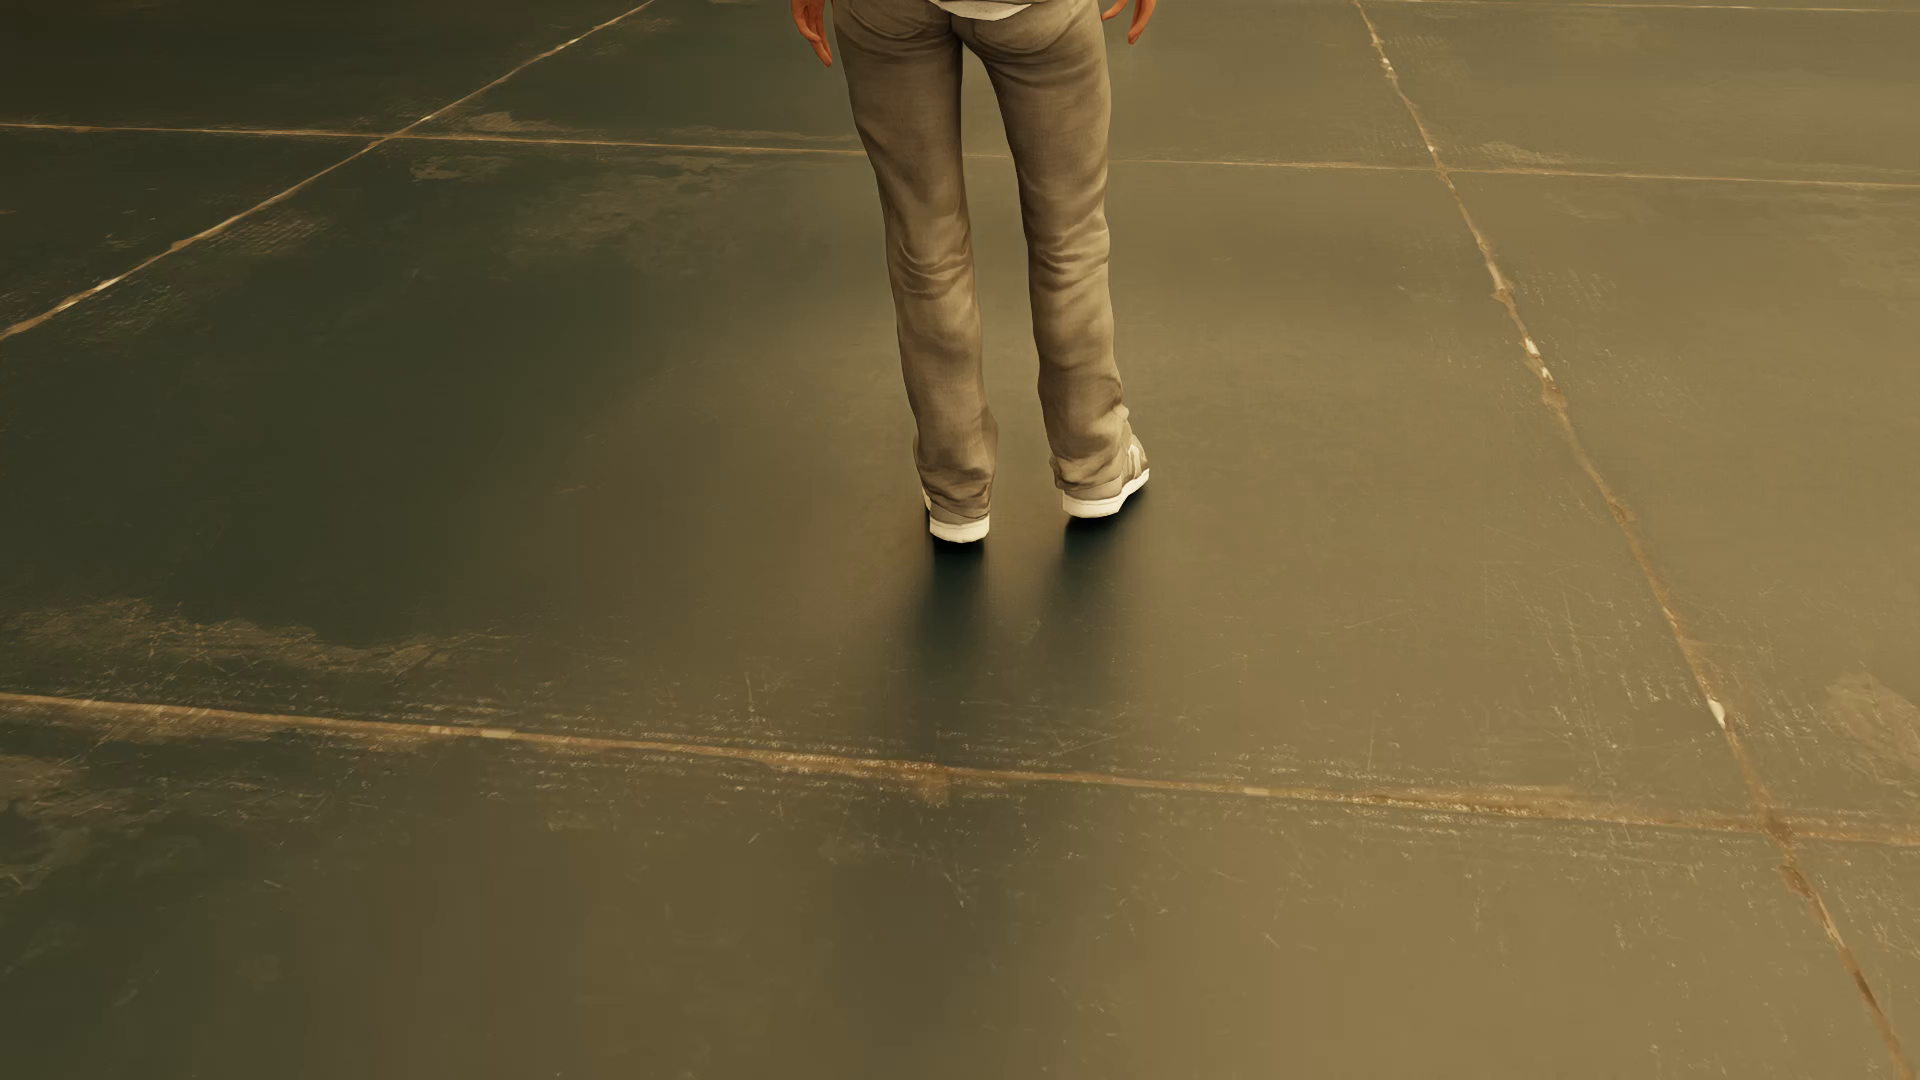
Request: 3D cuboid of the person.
[{"bbox_3d":[0.024,-0.753,2.204,0.520,1.597,0.475,3,27,7],"label":"person"}]
